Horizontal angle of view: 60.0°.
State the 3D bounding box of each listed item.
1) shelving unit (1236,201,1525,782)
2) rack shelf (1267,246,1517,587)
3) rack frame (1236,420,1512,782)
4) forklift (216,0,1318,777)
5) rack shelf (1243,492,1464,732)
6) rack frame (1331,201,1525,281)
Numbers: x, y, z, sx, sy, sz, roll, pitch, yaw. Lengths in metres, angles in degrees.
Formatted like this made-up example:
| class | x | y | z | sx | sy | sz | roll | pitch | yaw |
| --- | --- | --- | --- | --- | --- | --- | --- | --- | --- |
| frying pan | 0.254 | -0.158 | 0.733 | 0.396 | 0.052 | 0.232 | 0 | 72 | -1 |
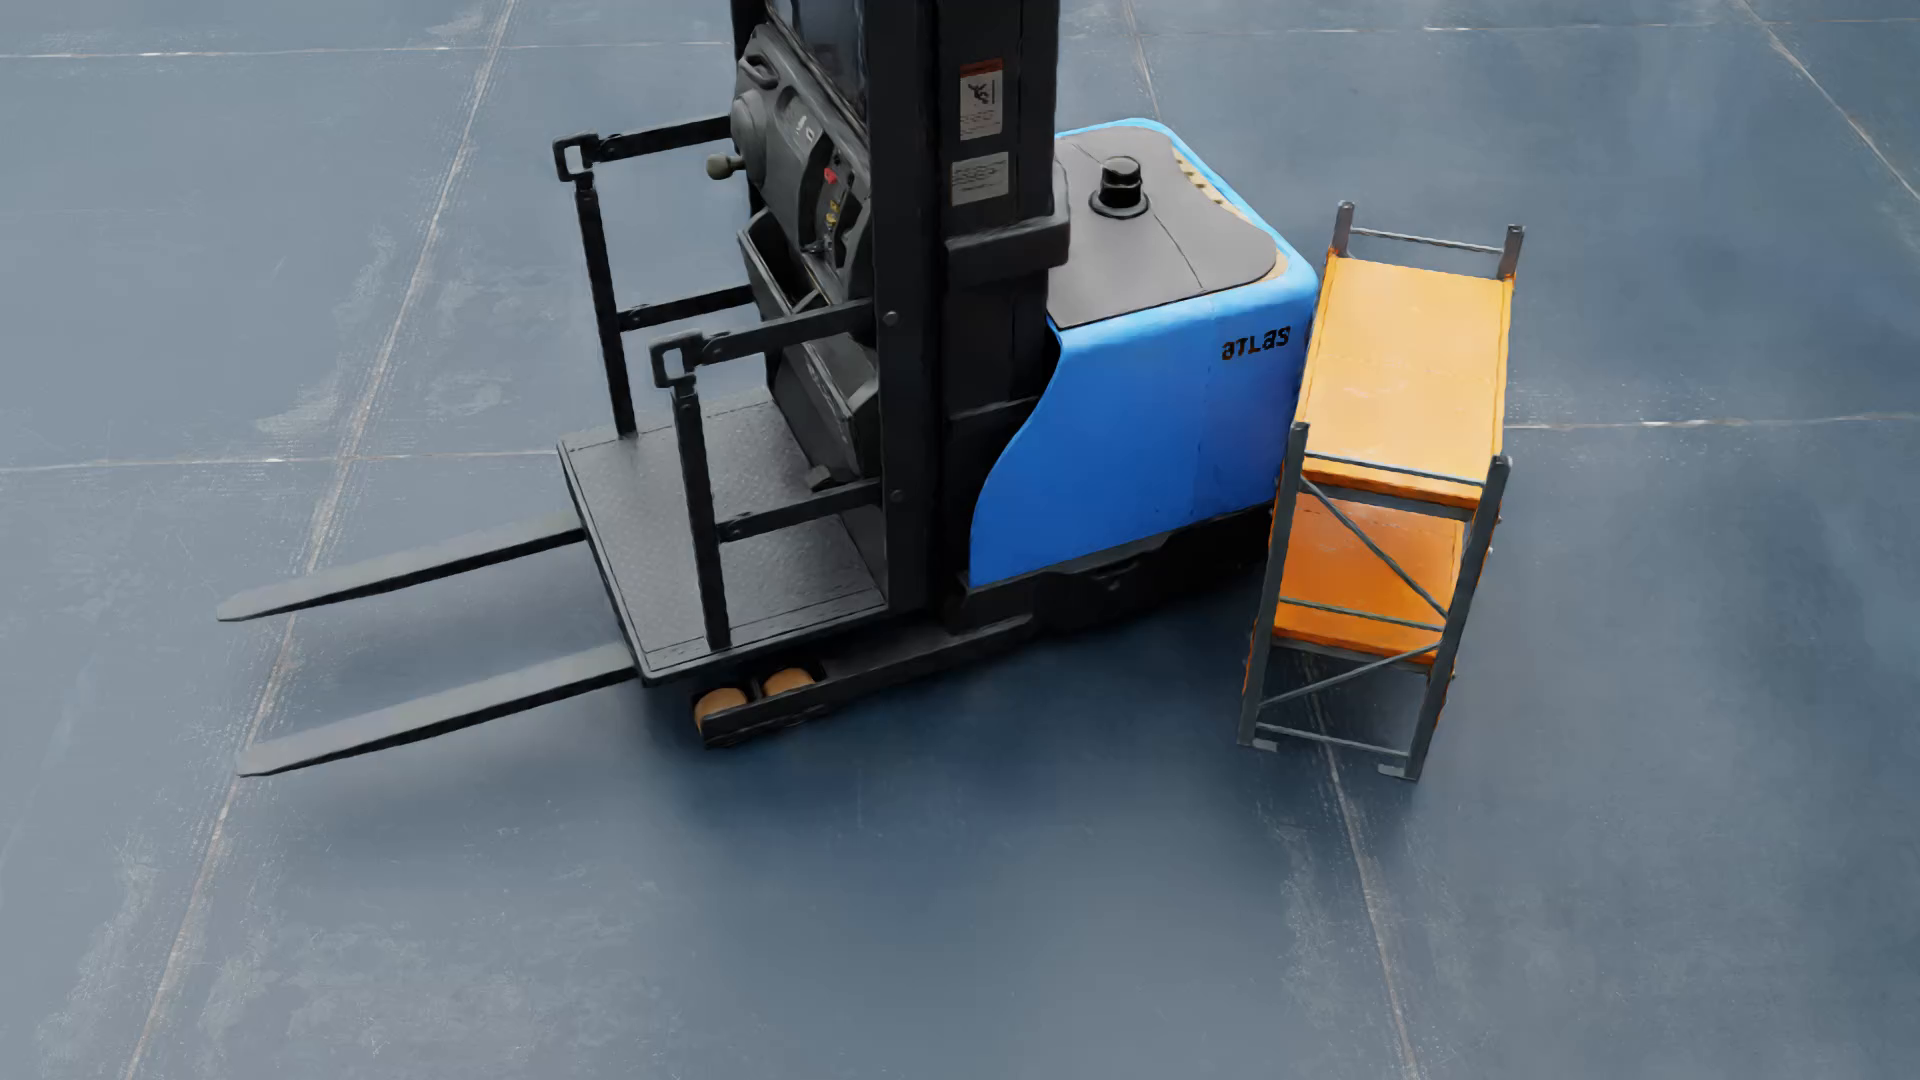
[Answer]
| class | x | y | z | sx | sy | sz | roll | pitch | yaw |
| --- | --- | --- | --- | --- | --- | --- | --- | --- | --- |
| shelving unit | 1.152 | -0.141 | 4.571 | 0.538 | 1.125 | 1.048 | 11 | 44 | 12 |
| rack shelf | 1.152 | -0.357 | 4.374 | 0.538 | 0.278 | 1.000 | 11 | 44 | 12 |
| rack frame | 1.014 | 0.190 | 4.211 | 0.500 | 1.125 | 0.032 | 11 | 44 | 12 |
| forklift | -0.585 | -0.915 | 4.079 | 3.031 | 2.935 | 1.130 | -16 | 45 | -17 |
| rack shelf | 1.152 | 0.039 | 4.737 | 0.538 | 0.278 | 1.000 | 11 | 44 | 12 |
| rack frame | 1.290 | -0.472 | 4.932 | 0.500 | 1.125 | 0.032 | 11 | 44 | 12 |
